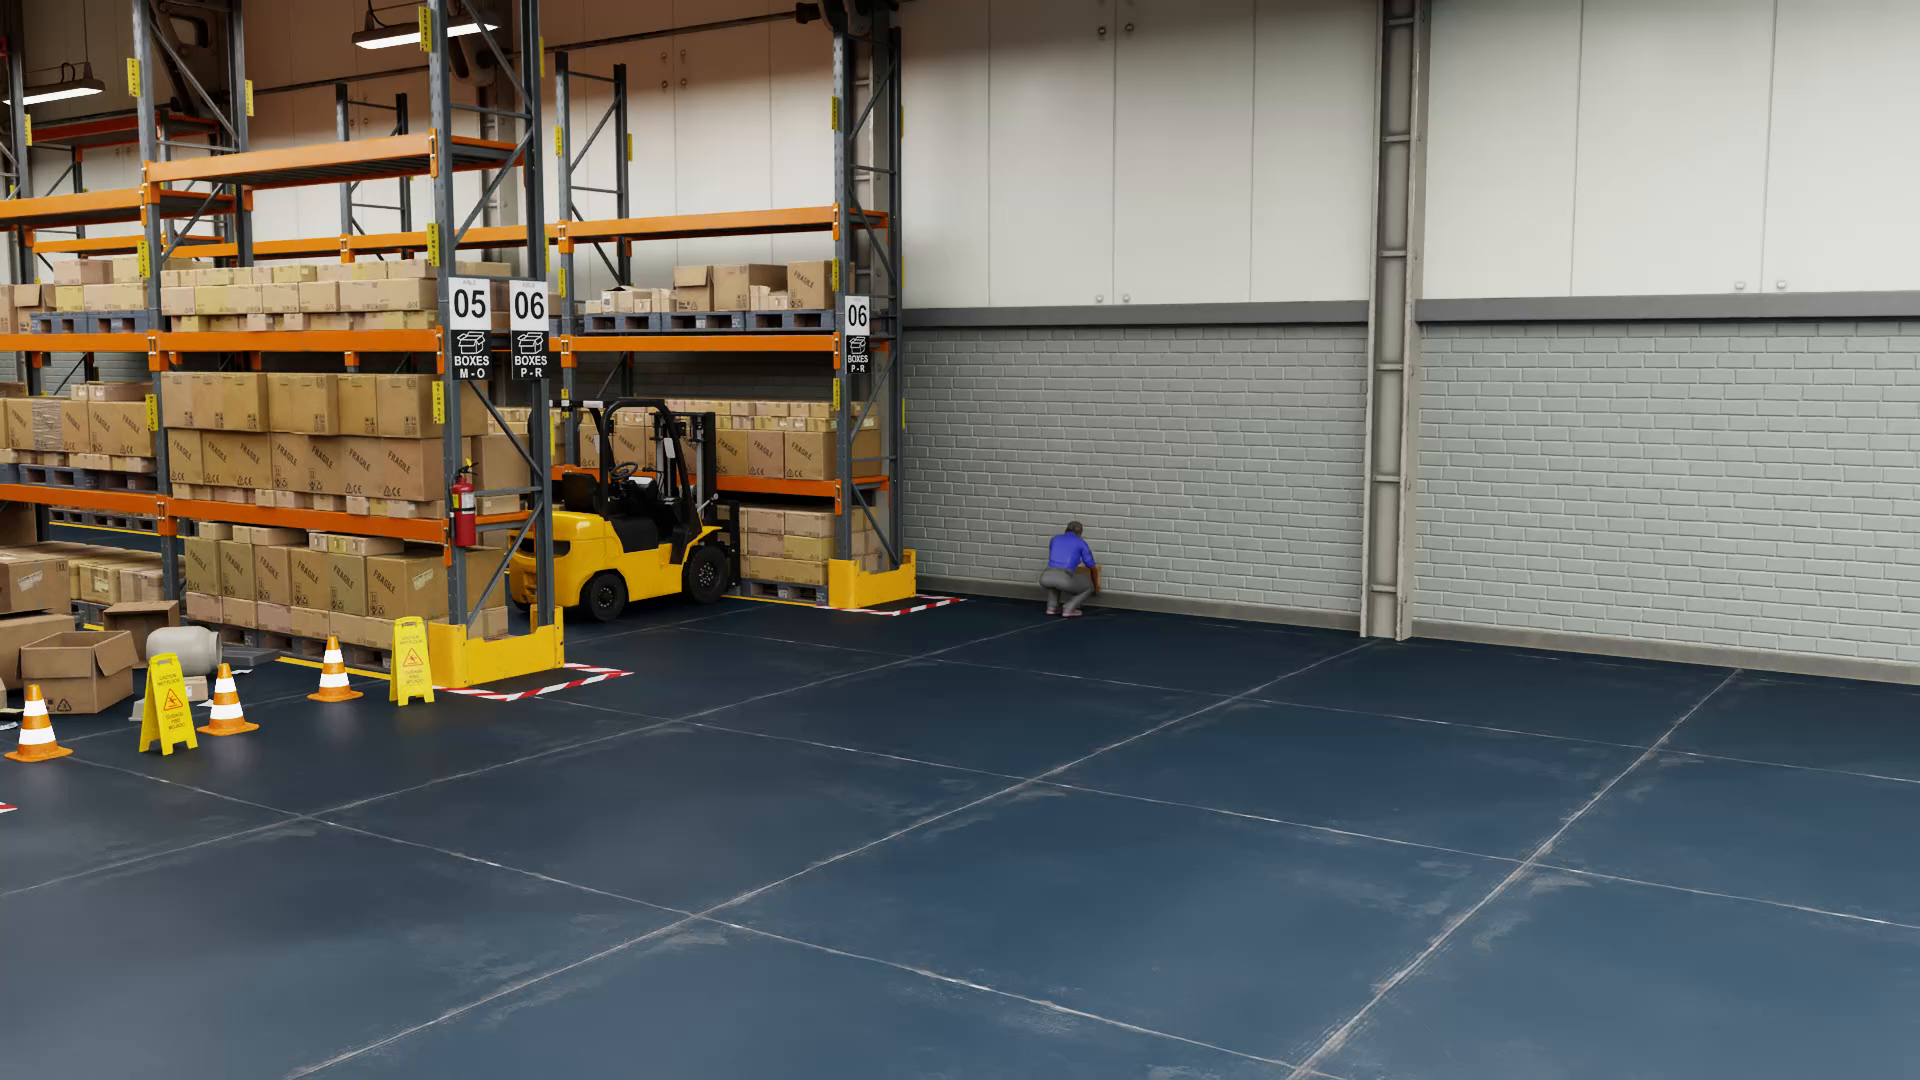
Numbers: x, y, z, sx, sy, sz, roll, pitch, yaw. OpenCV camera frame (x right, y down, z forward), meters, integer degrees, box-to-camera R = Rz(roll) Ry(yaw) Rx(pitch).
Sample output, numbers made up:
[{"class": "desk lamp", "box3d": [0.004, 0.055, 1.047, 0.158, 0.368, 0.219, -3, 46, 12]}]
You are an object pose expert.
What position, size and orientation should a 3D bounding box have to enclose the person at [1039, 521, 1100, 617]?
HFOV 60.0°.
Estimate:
[{"class": "person", "box3d": [1.110, 0.289, 16.785, 0.479, 0.933, 0.827, 4, 8, 33]}]
